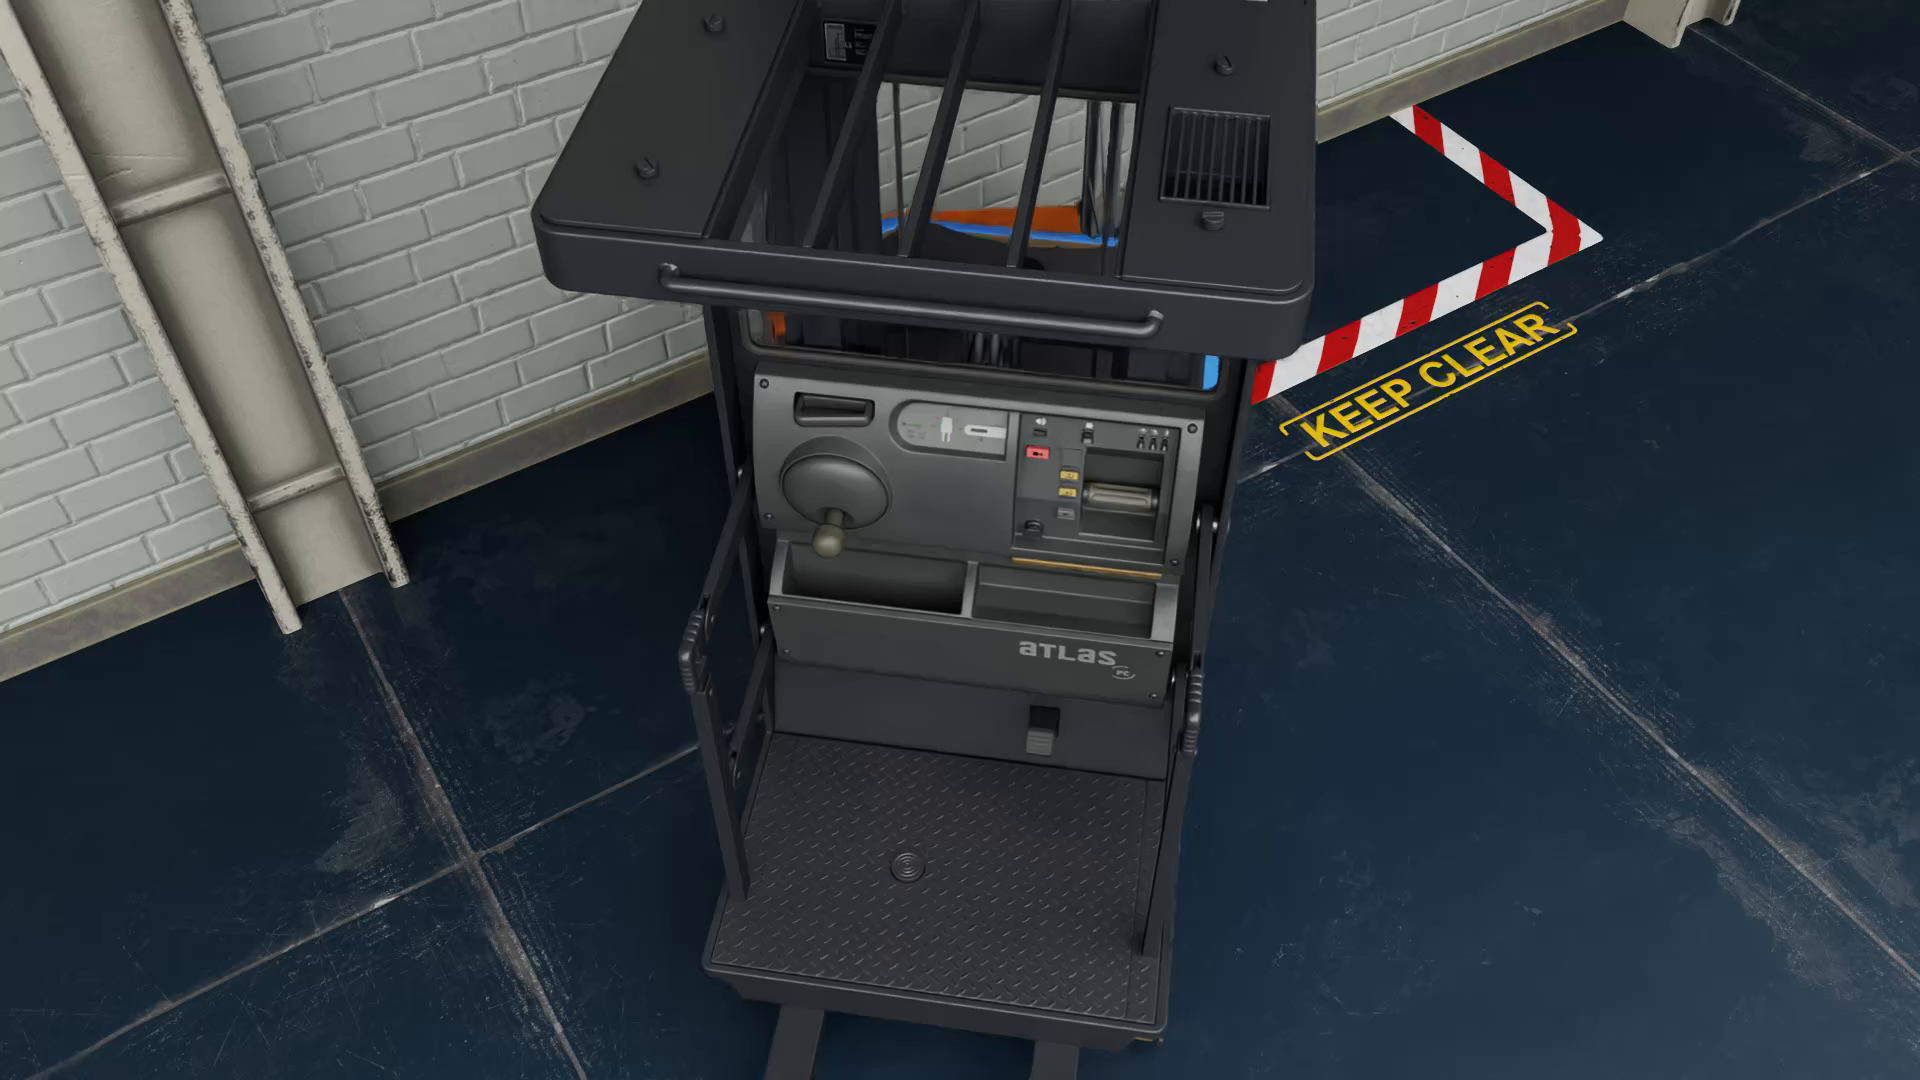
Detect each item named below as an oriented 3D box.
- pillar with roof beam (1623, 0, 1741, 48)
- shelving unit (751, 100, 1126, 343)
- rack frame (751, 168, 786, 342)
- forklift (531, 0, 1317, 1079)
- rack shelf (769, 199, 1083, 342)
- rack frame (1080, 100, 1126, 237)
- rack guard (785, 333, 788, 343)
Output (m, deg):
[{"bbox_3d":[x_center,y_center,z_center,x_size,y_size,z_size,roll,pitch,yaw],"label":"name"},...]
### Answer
[{"bbox_3d":[5.427,-2.555,1.500,0.400,9.000,9.100,-25,53,-21],"label":"pillar with roof beam"},{"bbox_3d":[-0.076,-0.951,5.071,1.083,1.500,0.587,-3,45,-3],"label":"shelving unit"},{"bbox_3d":[-0.592,-0.925,5.047,0.032,1.500,0.500,-3,45,-3],"label":"rack frame"},{"bbox_3d":[-0.001,-0.029,3.313,1.130,2.935,3.031,6,49,6],"label":"forklift"},{"bbox_3d":[-0.084,-0.824,5.198,1.000,0.185,0.538,-3,45,-3],"label":"rack shelf"},{"bbox_3d":[0.422,-0.977,5.095,0.032,1.500,0.500,-3,45,-3],"label":"rack frame"},{"bbox_3d":[-0.571,-0.484,5.491,0.087,0.250,0.587,-3,45,-3],"label":"rack guard"}]
